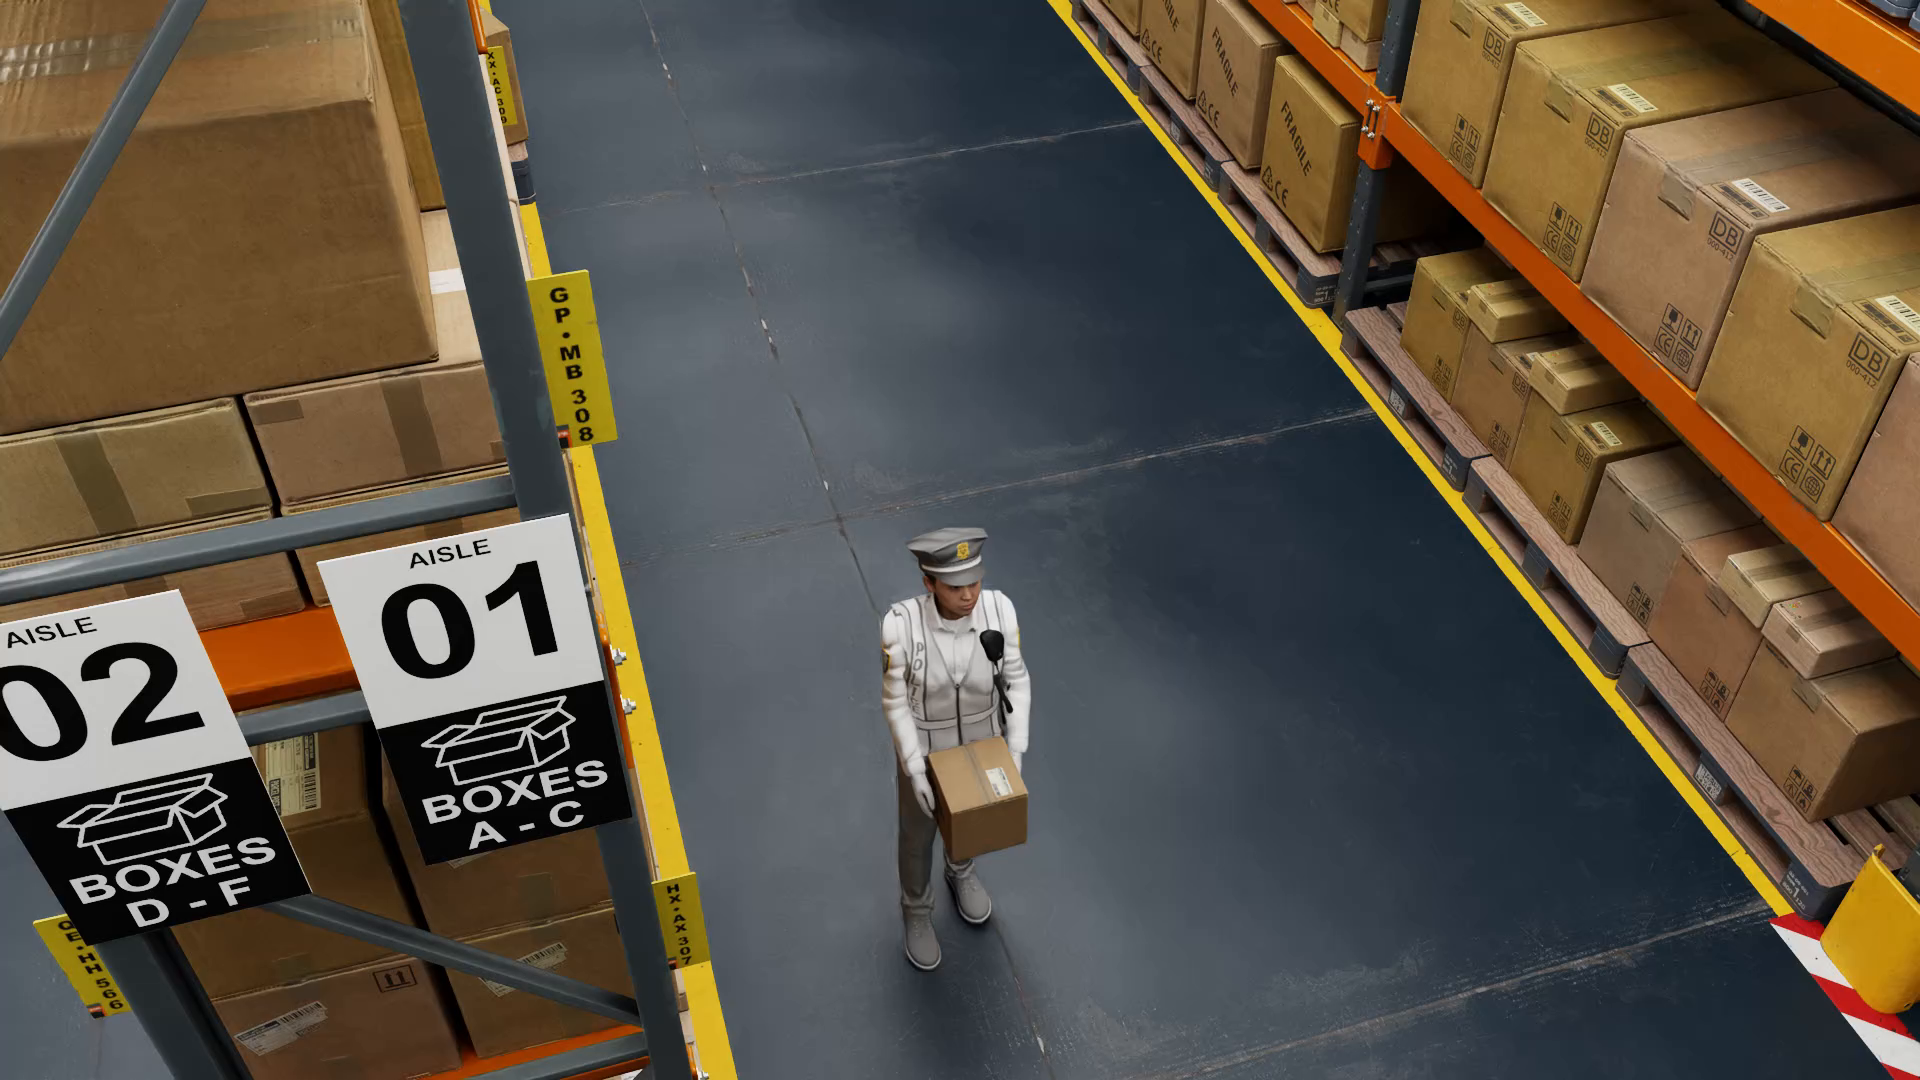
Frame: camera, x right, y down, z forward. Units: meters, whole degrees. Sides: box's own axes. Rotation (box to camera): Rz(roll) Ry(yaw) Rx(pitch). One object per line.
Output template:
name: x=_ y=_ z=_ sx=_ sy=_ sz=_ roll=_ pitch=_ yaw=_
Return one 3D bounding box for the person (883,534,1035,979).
person: x=0.014 y=0.690 z=5.370 sx=0.493 sy=1.701 sz=0.514 roll=-12 pitch=44 yaw=-13
